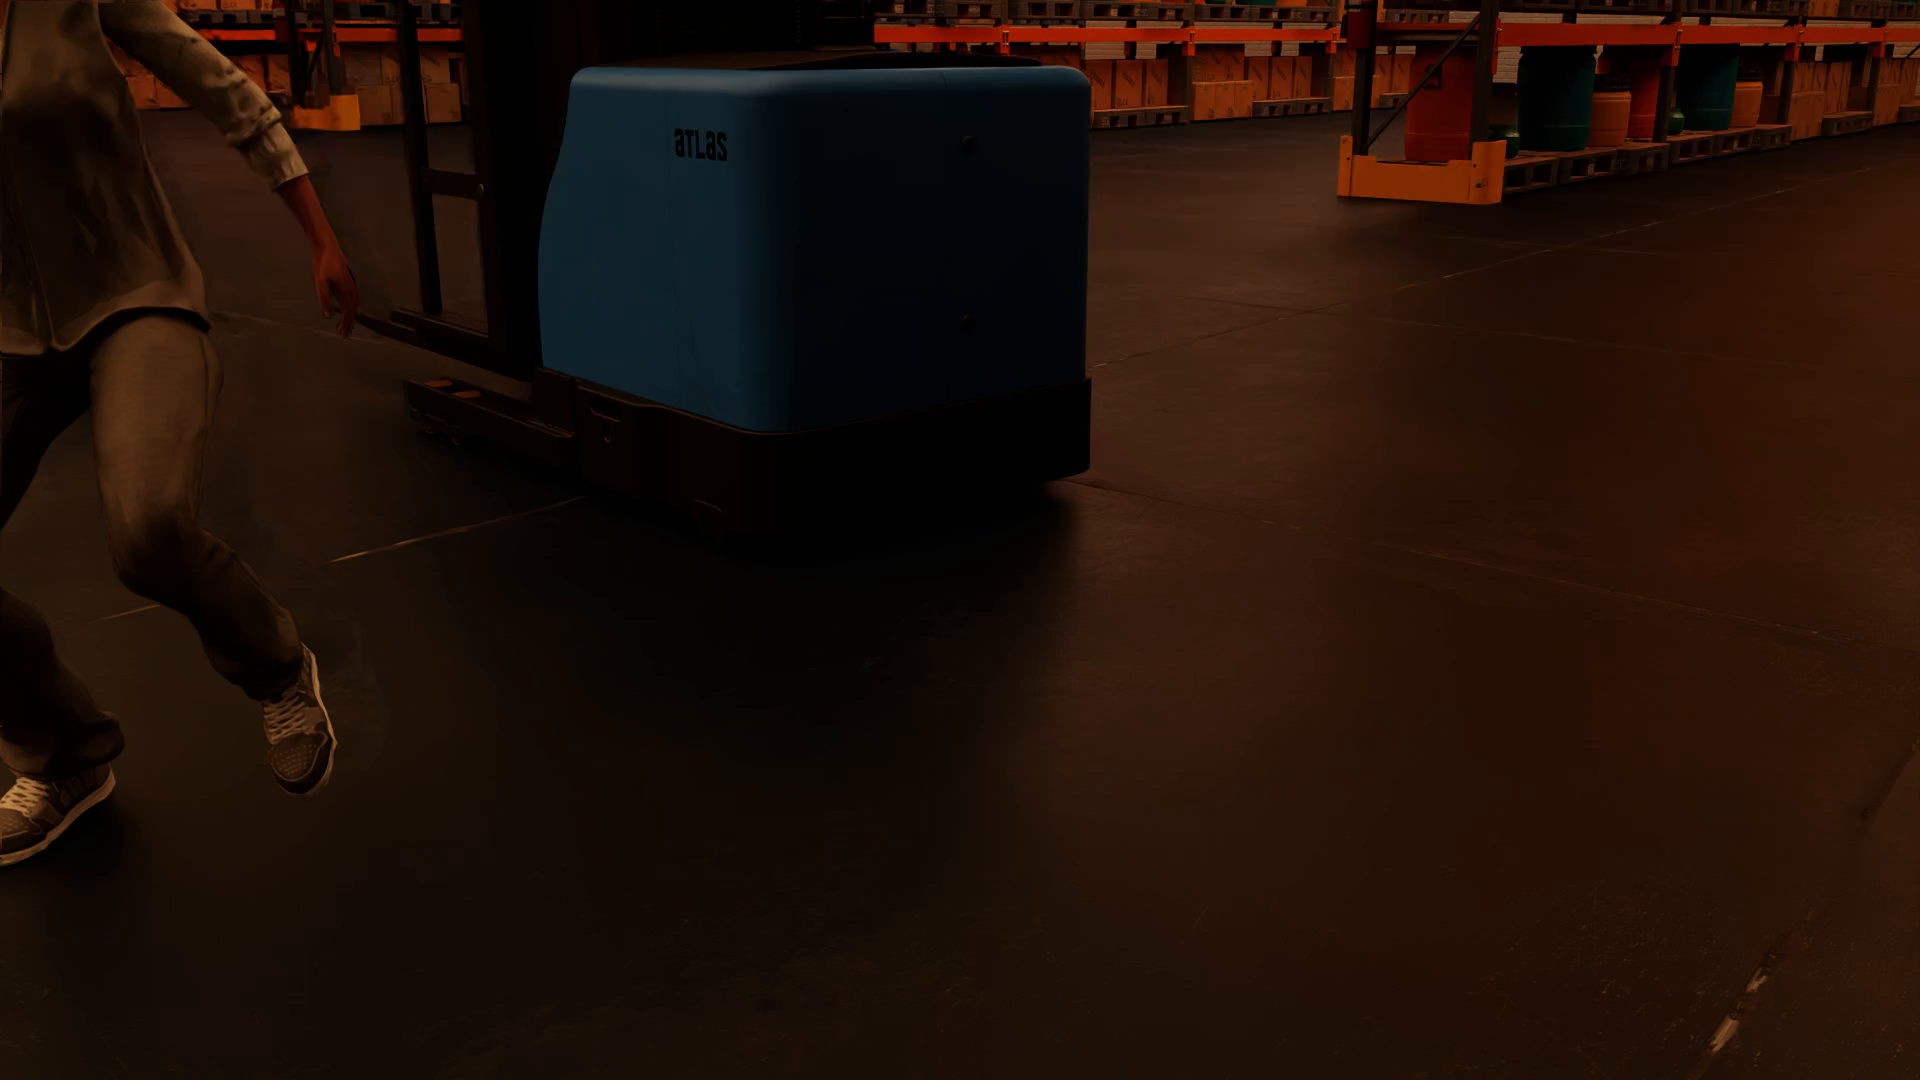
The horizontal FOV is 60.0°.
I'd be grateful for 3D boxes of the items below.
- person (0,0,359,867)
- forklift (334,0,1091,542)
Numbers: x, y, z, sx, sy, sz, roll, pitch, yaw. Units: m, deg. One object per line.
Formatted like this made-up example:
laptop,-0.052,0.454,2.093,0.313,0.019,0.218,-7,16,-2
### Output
person,-1.232,-0.272,2.288,0.695,1.504,0.529,-2,17,-7
forklift,-1.001,-1.757,4.683,1.130,2.935,3.031,-14,22,-38
